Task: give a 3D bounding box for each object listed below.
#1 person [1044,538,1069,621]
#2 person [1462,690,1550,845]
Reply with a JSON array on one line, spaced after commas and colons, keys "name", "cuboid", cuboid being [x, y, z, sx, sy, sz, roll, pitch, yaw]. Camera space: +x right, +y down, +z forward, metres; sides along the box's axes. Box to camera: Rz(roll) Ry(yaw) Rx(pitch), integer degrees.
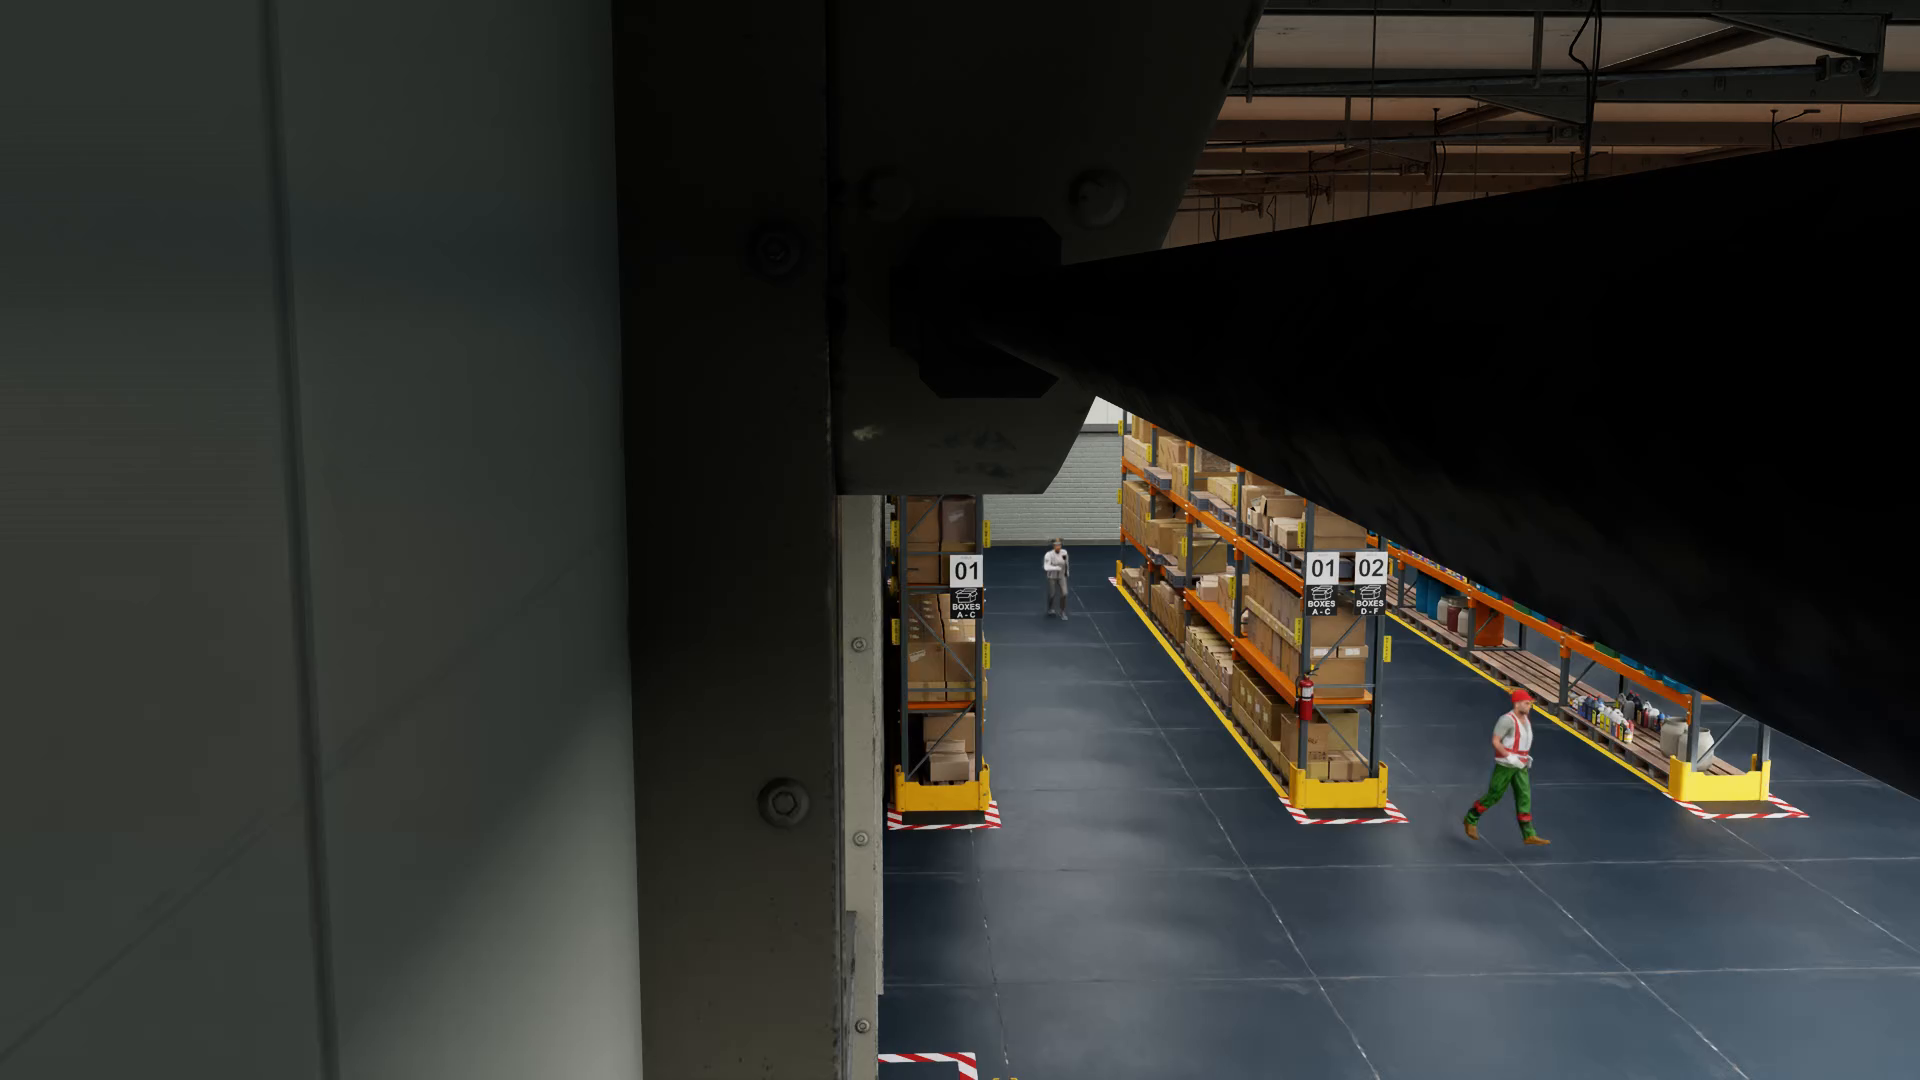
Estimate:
[{"name": "person", "cuboid": [1.873, 0.743, 32.436, 0.542, 1.635, 0.912, -1, 9, -8]}, {"name": "person", "cuboid": [6.404, 2.598, 19.181, 0.706, 1.767, 1.006, -8, 11, -42]}]
